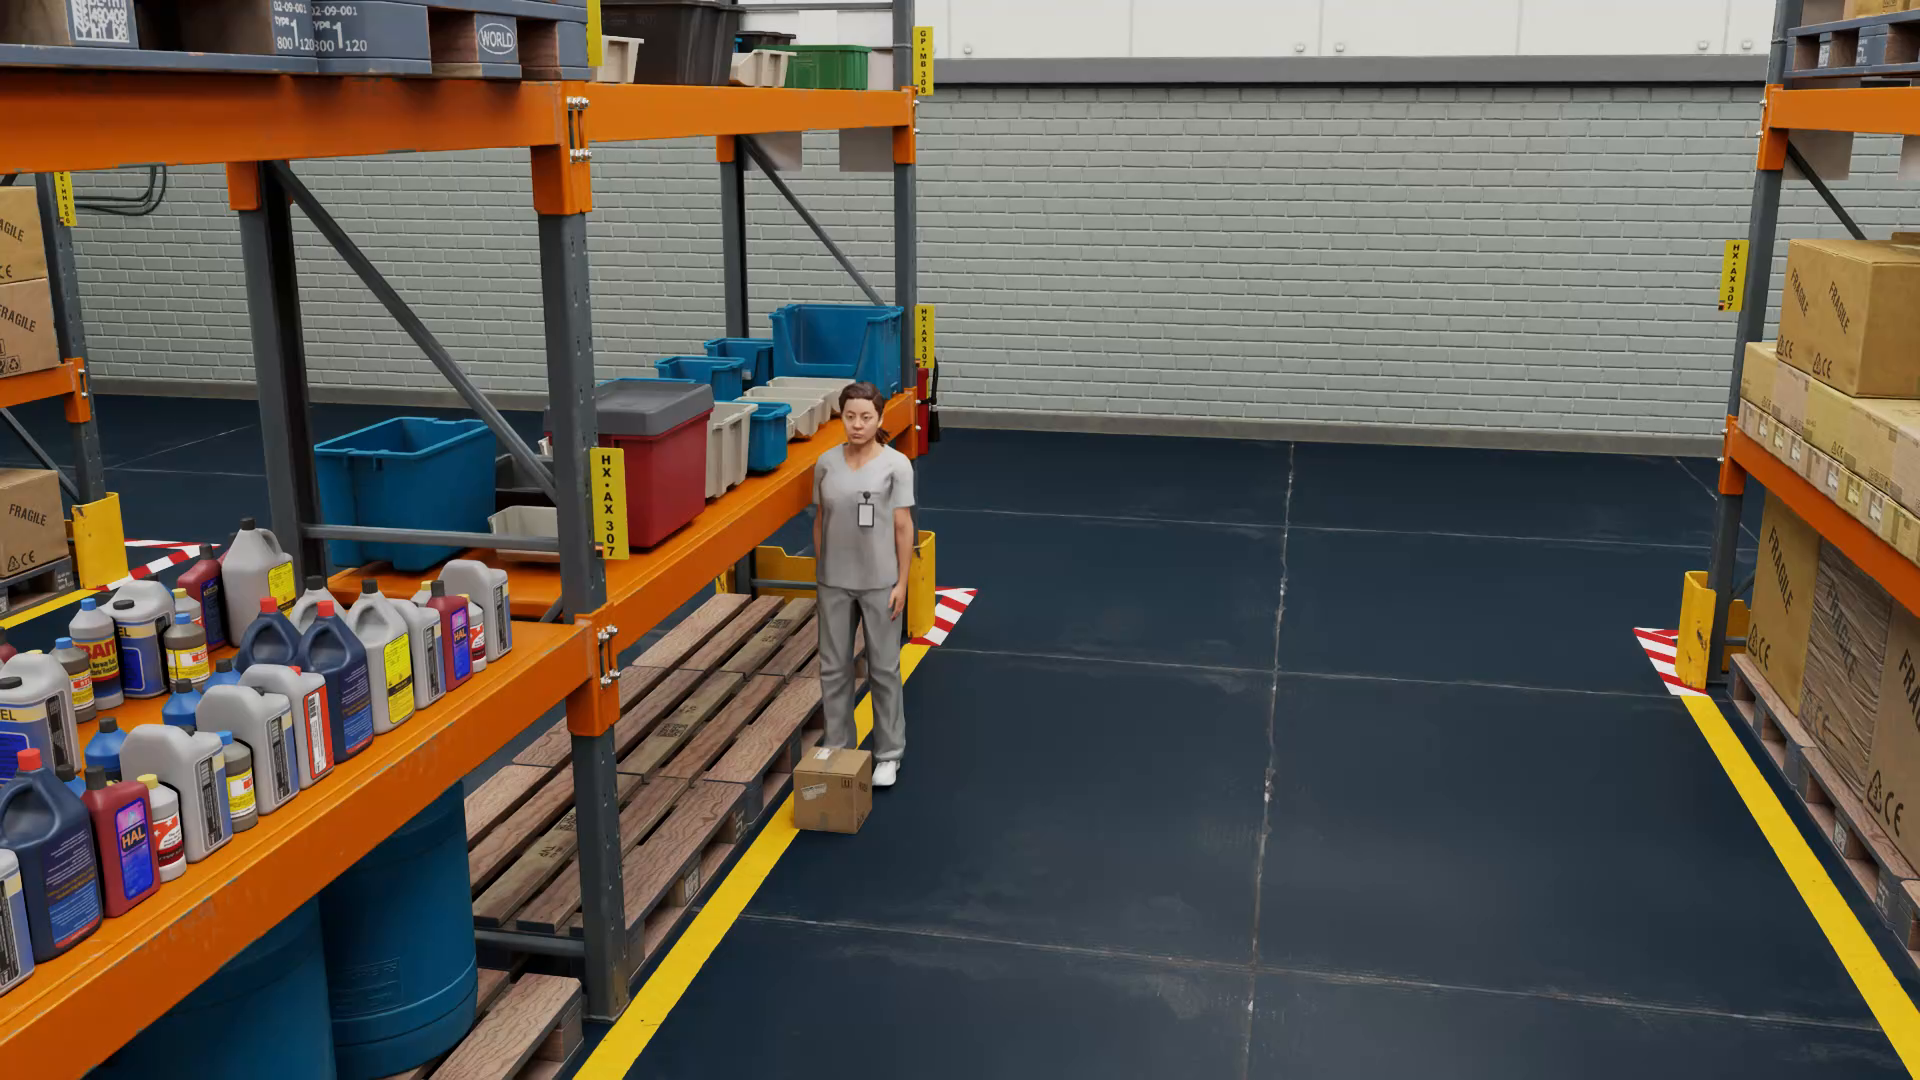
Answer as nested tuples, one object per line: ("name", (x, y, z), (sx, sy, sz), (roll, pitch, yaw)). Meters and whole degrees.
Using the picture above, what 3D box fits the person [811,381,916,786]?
("person", (-0.400, 0.180, 6.846), (0.436, 1.670, 0.365), (3, 15, 12))
